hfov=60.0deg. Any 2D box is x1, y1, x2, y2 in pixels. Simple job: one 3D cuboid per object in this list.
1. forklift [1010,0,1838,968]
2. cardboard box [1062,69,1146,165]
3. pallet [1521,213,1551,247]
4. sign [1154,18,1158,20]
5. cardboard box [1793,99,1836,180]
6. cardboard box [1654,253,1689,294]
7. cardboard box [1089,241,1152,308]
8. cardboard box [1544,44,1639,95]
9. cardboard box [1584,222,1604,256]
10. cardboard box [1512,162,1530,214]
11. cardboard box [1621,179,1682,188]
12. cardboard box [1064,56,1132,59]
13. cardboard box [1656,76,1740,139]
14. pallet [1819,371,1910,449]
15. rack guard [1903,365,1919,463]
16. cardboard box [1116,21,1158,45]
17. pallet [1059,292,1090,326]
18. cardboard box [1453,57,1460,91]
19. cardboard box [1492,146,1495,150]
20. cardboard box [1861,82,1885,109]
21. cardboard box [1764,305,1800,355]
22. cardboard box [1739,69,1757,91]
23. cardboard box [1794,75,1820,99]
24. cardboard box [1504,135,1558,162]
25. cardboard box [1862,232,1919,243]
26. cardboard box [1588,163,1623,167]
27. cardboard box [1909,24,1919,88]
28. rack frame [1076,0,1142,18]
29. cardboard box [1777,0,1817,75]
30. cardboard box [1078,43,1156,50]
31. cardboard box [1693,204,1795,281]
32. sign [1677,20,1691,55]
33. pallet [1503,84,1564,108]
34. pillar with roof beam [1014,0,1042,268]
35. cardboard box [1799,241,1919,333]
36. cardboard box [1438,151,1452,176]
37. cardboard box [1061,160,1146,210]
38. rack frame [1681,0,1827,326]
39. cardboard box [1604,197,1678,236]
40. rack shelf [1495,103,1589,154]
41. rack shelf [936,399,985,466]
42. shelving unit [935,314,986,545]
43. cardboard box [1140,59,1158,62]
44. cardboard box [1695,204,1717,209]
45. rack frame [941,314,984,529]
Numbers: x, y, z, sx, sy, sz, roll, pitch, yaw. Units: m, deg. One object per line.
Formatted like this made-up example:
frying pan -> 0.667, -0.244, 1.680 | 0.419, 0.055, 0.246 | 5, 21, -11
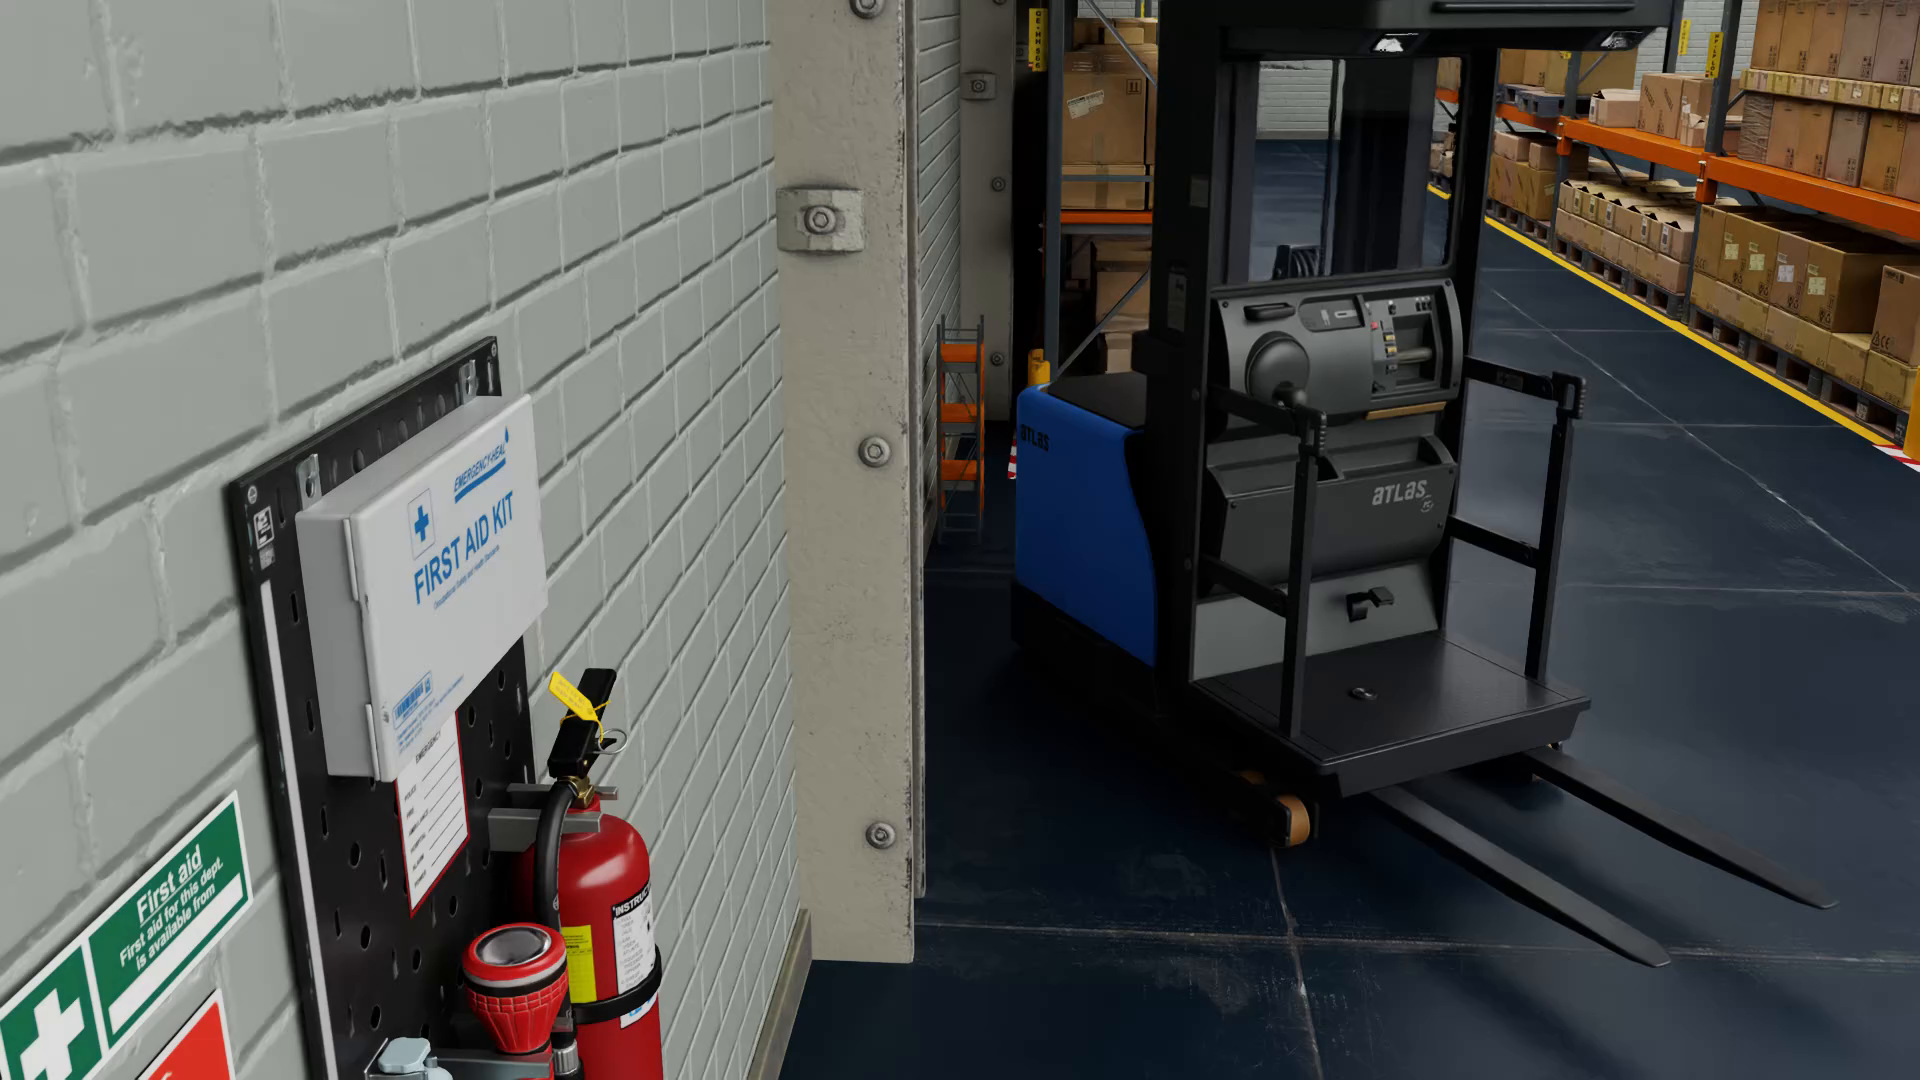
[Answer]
forklift -> 1.309, -0.611, 5.081 | 1.130, 2.935, 3.031 | -9, 20, -25
cardboard box -> 0.797, -2.428, 9.521 | 0.500, 0.500, 0.500 | 1, 18, 3
pallet -> 6.581, -3.264, 17.544 | 1.003, 0.211, 1.213 | 1, 18, 4
sign -> 2.377, -6.213, 20.334 | 0.100, 0.325, 0.005 | 1, 18, 4
cardboard box -> 6.106, -2.705, 11.201 | 0.700, 0.500, 0.500 | 2, 18, 5
cardboard box -> 5.943, -2.144, 13.389 | 0.500, 0.250, 0.500 | 1, 18, 3
cardboard box -> 1.227, -1.923, 12.282 | 0.500, 0.500, 0.500 | 0, 18, 0
cardboard box -> 6.422, -4.803, 16.928 | 0.700, 0.500, 0.500 | -5, 19, -15
cardboard box -> 6.093, -2.777, 15.321 | 0.500, 0.250, 0.500 | 1, 18, 2
cardboard box -> 6.360, -3.835, 18.118 | 0.500, 0.500, 0.500 | 1, 18, 2
cardboard box -> 6.698, -3.349, 16.167 | 0.500, 0.311, 0.500 | 2, 18, 5
cardboard box -> 0.937, -3.063, 11.457 | 0.500, 0.500, 0.500 | 2, 18, 5
cardboard box -> 6.348, -3.720, 14.299 | 0.500, 0.500, 0.500 | 1, 18, 4
pallet -> 5.929, -0.786, 9.984 | 1.003, 0.211, 1.213 | 1, 18, 4
rack guard -> 5.914, -0.678, 9.188 | 1.175, 0.500, 0.348 | 1, 18, 4
cardboard box -> 1.840, -5.166, 16.997 | 0.500, 0.250, 0.500 | 2, 18, 5
pallet -> 1.249, -1.690, 12.742 | 1.003, 0.211, 1.213 | 1, 18, 4
cardboard box -> 6.592, -5.969, 21.160 | 0.500, 0.500, 0.500 | 2, 18, 5
cardboard box -> 6.498, -4.476, 20.075 | 0.500, 0.500, 0.500 | 0, 18, 1
cardboard box -> 5.845, -2.754, 10.308 | 0.380, 0.149, 0.250 | 2, 18, 5
cardboard box -> 5.755, -1.405, 11.136 | 0.500, 0.250, 0.500 | 1, 18, 4
cardboard box -> 5.990, -3.392, 12.255 | 0.380, 0.149, 0.250 | 1, 18, 4
cardboard box -> 5.918, -3.075, 11.287 | 0.380, 0.149, 0.250 | 1, 18, 2
cardboard box -> 6.391, -4.366, 18.535 | 0.500, 0.250, 0.500 | 1, 18, 3
cardboard box -> 6.286, -1.750, 10.983 | 0.500, 0.500, 0.500 | 1, 18, 4
cardboard box -> 6.880, -3.832, 18.109 | 0.500, 0.500, 0.500 | 1, 18, 3
cardboard box -> 5.998, -2.862, 9.595 | 0.700, 0.500, 0.500 | 1, 18, 2
rack frame -> 2.122, -6.952, 24.321 | 1.000, 3.000, 0.127 | 1, 18, 4
cardboard box -> 6.142, -3.484, 11.496 | 0.700, 0.500, 0.500 | 1, 18, 4
cardboard box -> 1.525, -4.577, 16.208 | 0.700, 0.500, 0.500 | -1, 18, -3
cardboard box -> 5.857, -2.228, 12.441 | 0.500, 0.500, 0.500 | 1, 18, 4
sign -> 7.043, -4.897, 16.190 | 0.100, 0.325, 0.005 | 1, 18, 4
pallet -> 6.624, -4.871, 18.278 | 1.003, 0.211, 1.213 | 1, 18, 4
pillar with roof beam -> 4.886, -6.837, 14.338 | 9.100, 9.000, 0.400 | 1, 18, 4
cardboard box -> 5.715, -1.606, 10.545 | 0.500, 0.500, 0.500 | 1, 18, 4
cardboard box -> 6.588, -4.948, 21.816 | 0.500, 0.311, 0.500 | 1, 18, 4
cardboard box -> 0.815, -2.070, 9.632 | 0.500, 0.250, 0.500 | 2, 18, 5
rack frame -> 6.203, -3.115, 12.613 | 1.000, 3.000, 0.127 | 1, 18, 4
cardboard box -> 6.055, -2.880, 14.735 | 0.500, 0.311, 0.500 | 1, 18, 3
rack shelf -> 6.633, -4.637, 18.412 | 1.077, 0.370, 4.000 | 1, 18, 4
rack shelf -> 0.004, -0.505, 7.814 | 0.215, 0.259, 0.240 | 1, 18, 4
shelving unit -> 0.004, -0.516, 7.810 | 0.215, 1.050, 0.252 | 1, 18, 4
cardboard box -> 1.423, -2.893, 10.939 | 0.500, 0.500, 0.500 | 2, 18, 6
cardboard box -> 6.558, -2.714, 14.228 | 0.500, 0.311, 0.500 | 1, 18, 2
rack frame -> 0.013, -0.553, 7.926 | 0.200, 1.050, 0.008 | 1, 18, 4
